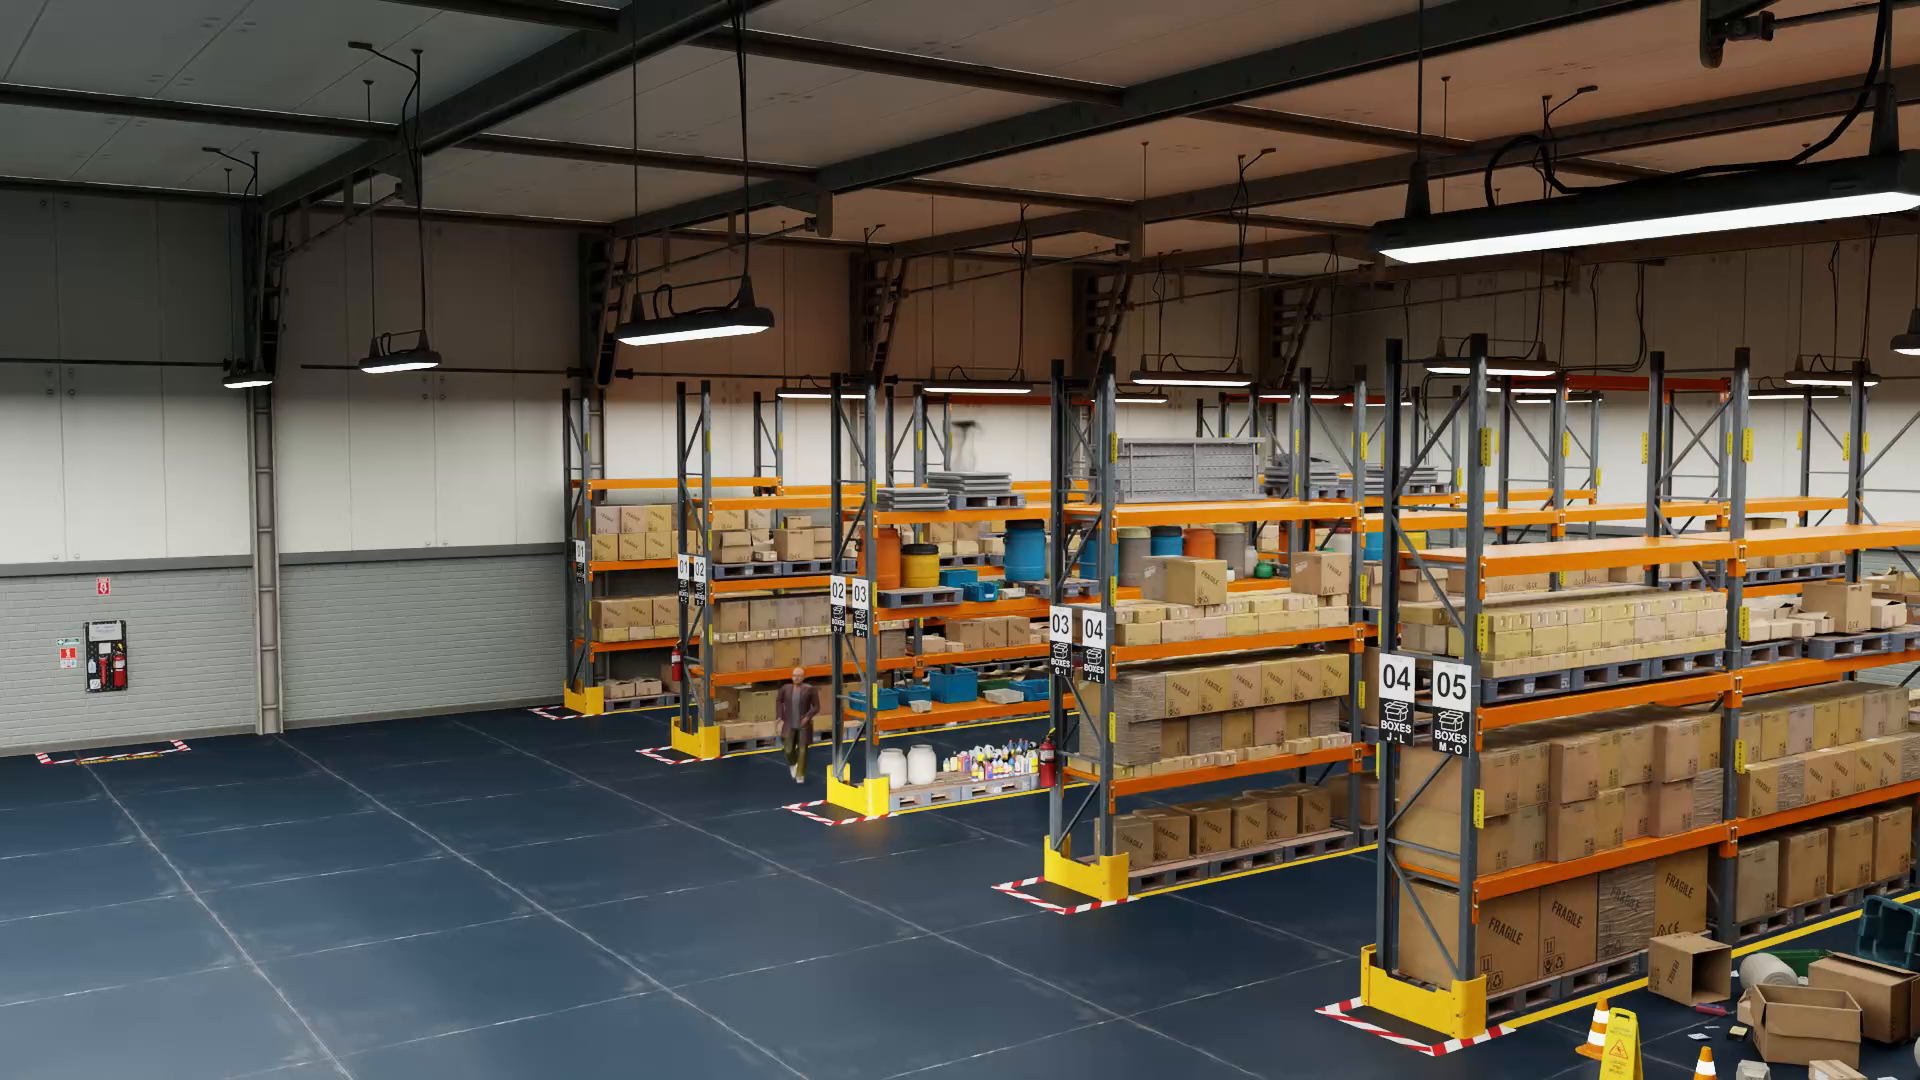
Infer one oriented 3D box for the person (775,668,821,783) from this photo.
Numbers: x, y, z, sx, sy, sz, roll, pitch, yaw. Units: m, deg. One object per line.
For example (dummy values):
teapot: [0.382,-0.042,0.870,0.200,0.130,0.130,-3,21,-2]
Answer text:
person: [-2.396,2.751,24.387,0.701,1.681,0.670,0,4,5]
